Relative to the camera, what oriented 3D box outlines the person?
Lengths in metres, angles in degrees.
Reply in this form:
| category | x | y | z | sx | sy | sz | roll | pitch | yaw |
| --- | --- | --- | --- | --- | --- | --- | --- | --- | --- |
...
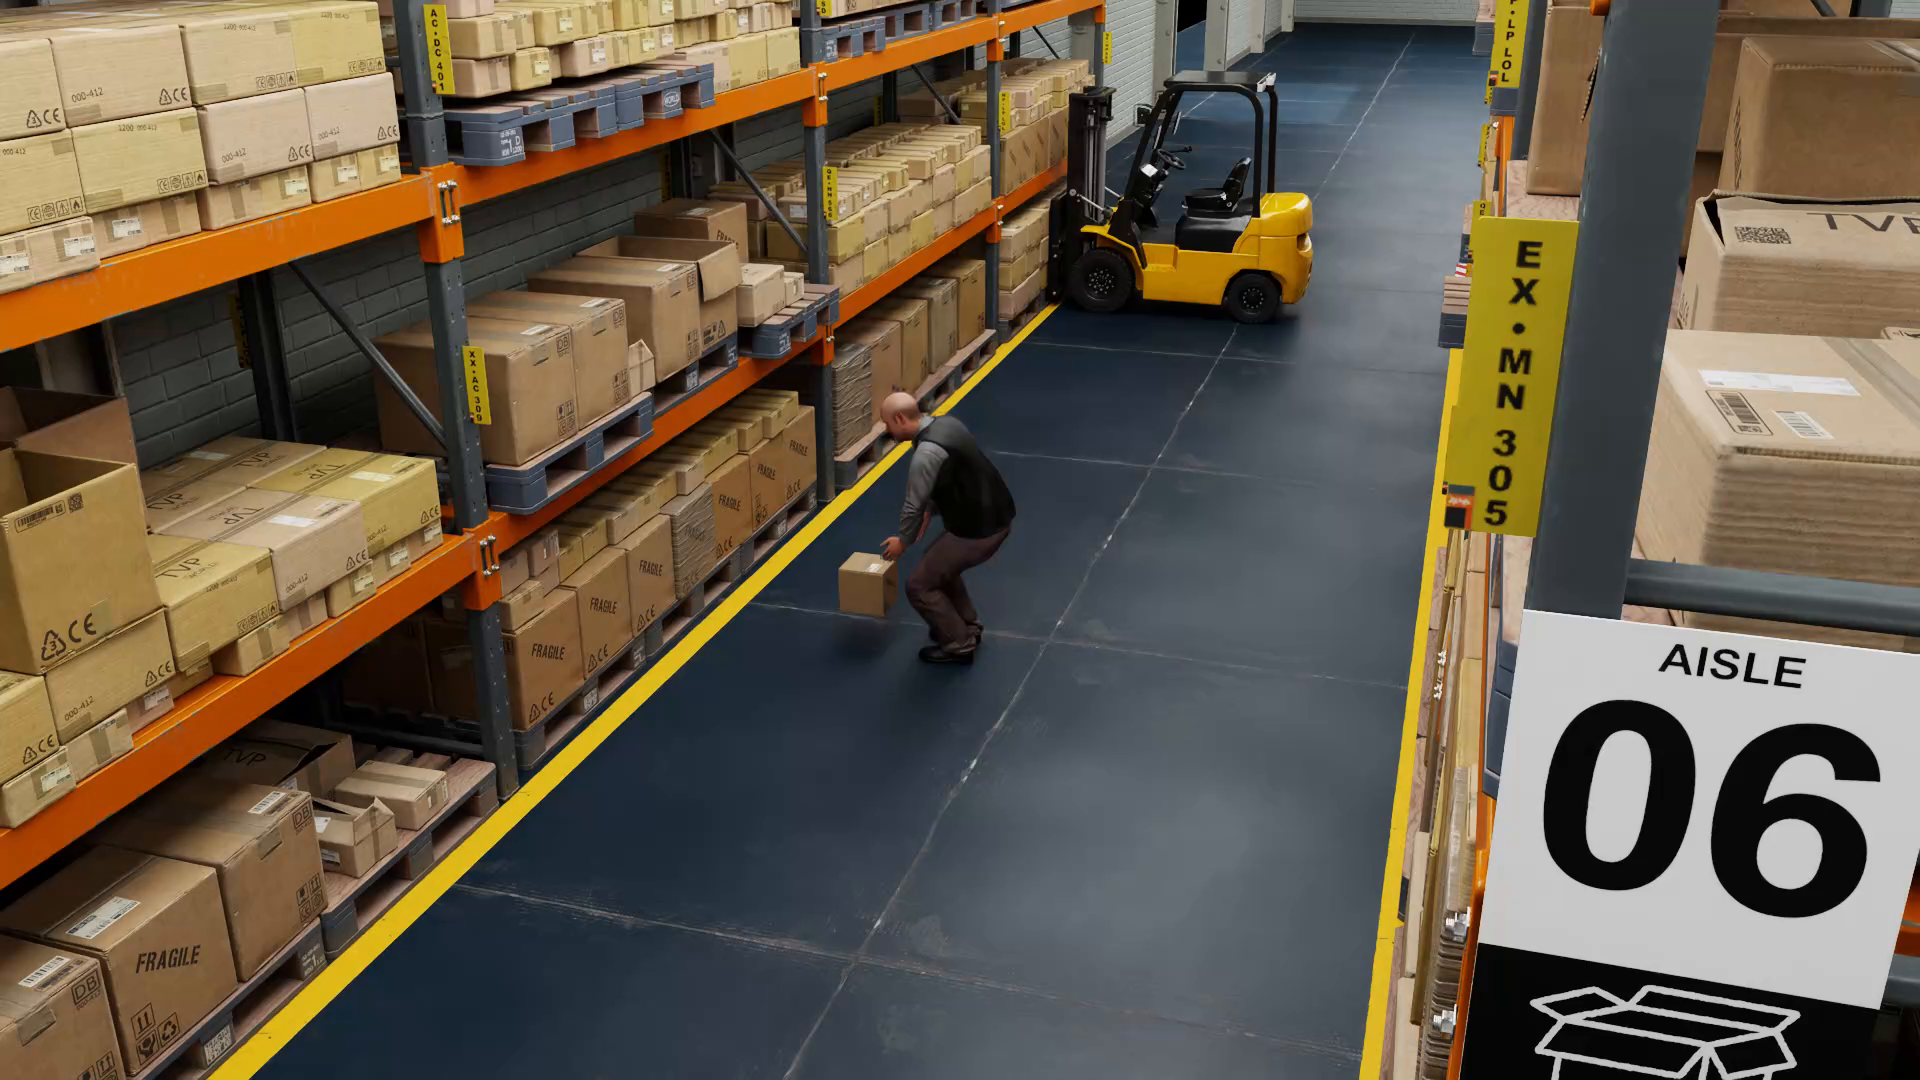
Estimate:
| category | x | y | z | sx | sy | sz | roll | pitch | yaw |
| --- | --- | --- | --- | --- | --- | --- | --- | --- | --- |
| person | -0.096 | 0.052 | 8.721 | 0.768 | 1.184 | 0.588 | 6 | 23 | 16 |
